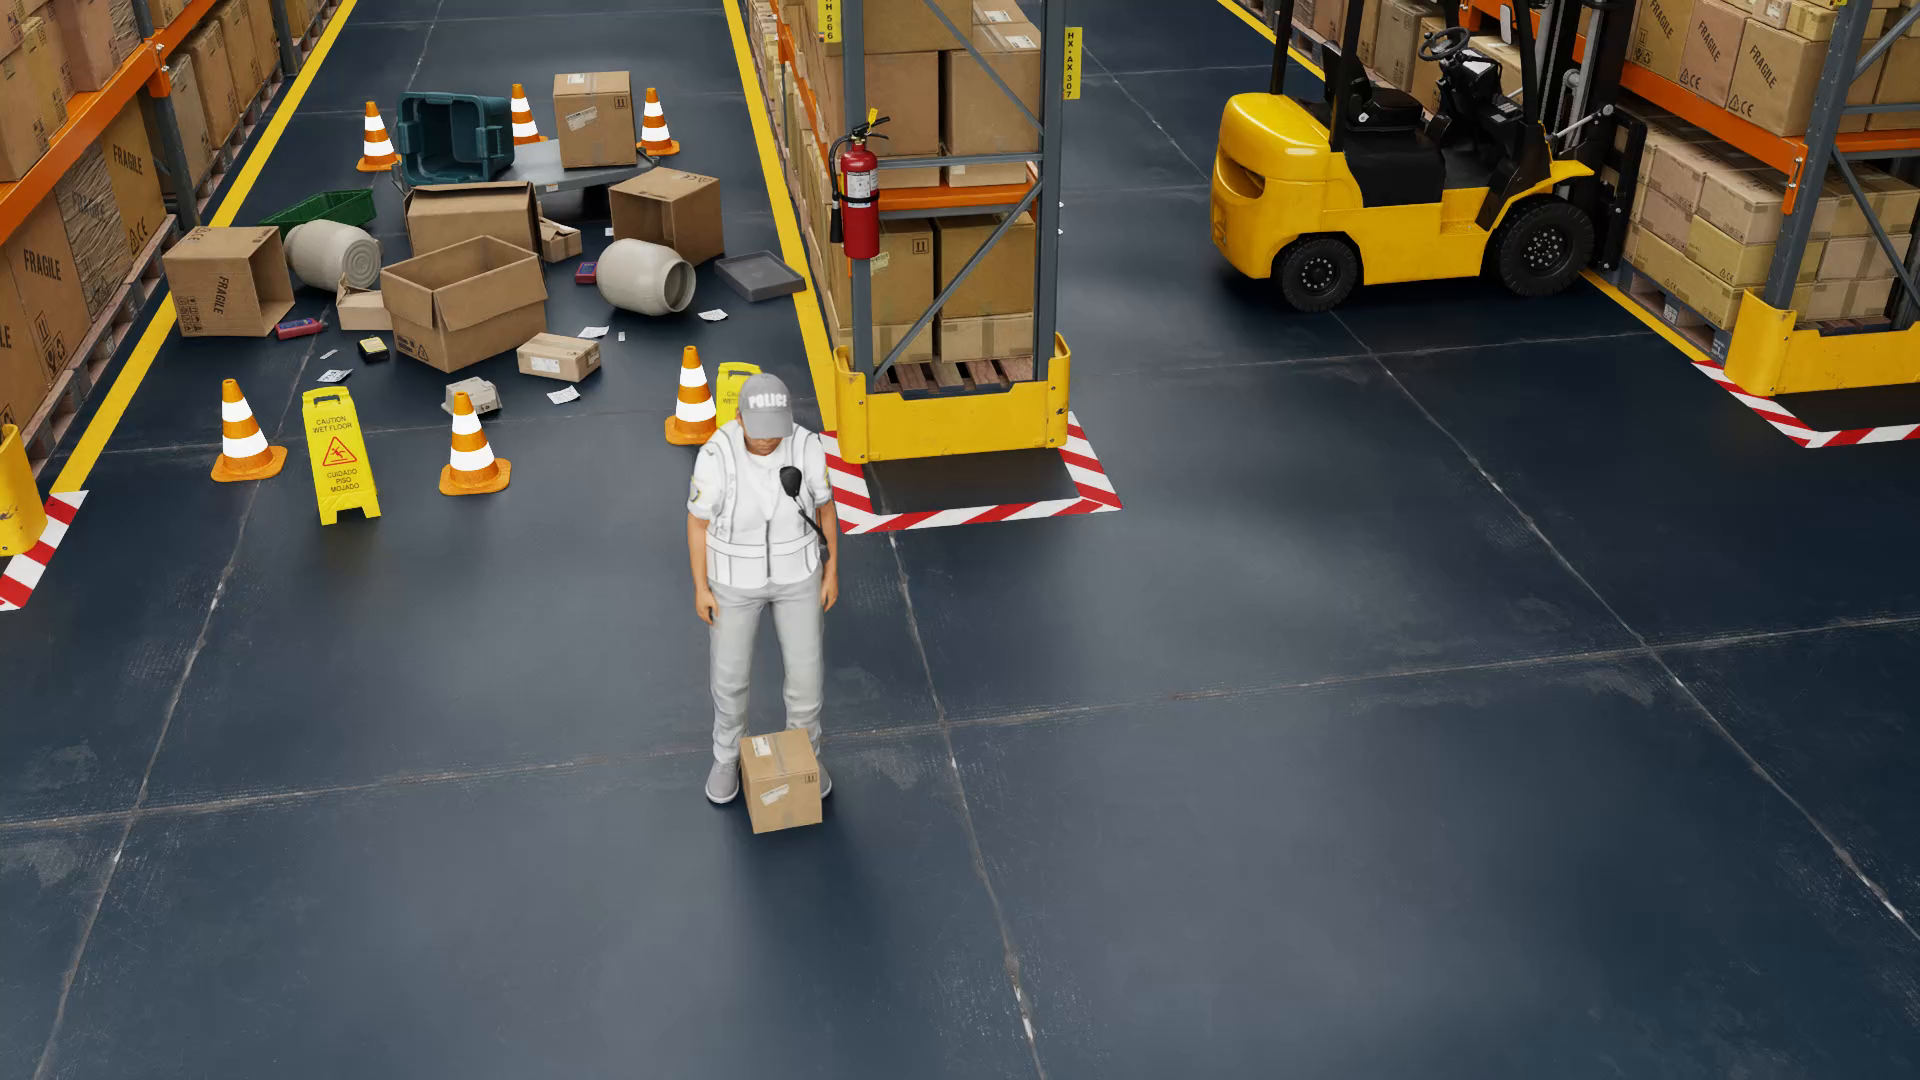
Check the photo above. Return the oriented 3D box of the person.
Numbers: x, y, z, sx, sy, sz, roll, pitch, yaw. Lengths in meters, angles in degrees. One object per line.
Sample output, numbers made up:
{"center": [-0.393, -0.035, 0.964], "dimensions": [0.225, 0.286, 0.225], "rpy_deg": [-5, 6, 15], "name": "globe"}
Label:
{"center": [-0.692, 0.157, 5.864], "dimensions": [0.552, 1.664, 0.468], "rpy_deg": [-7, 32, -11], "name": "person"}
